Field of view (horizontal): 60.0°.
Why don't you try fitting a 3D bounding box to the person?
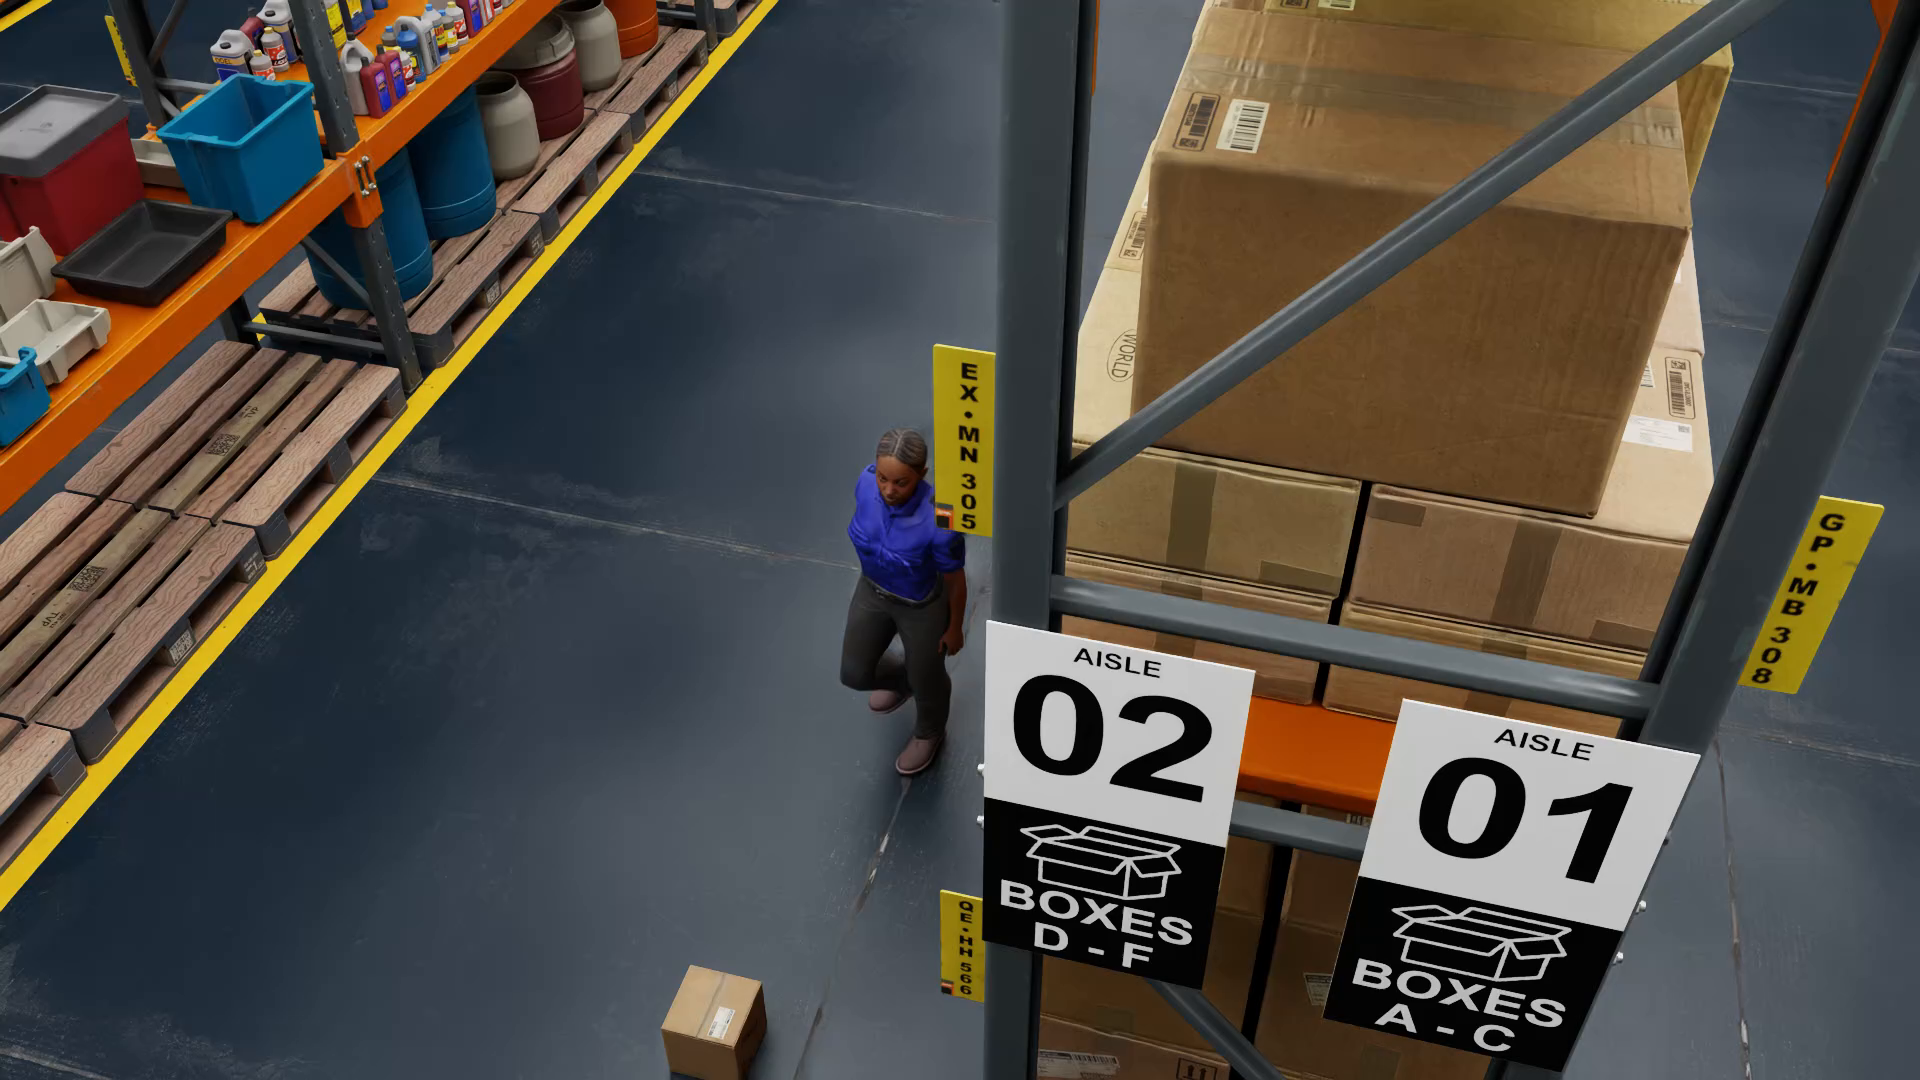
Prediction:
[{"bbox_3d":[-0.171,0.196,5.926,0.511,1.649,0.466,23,46,24],"label":"person"}]
